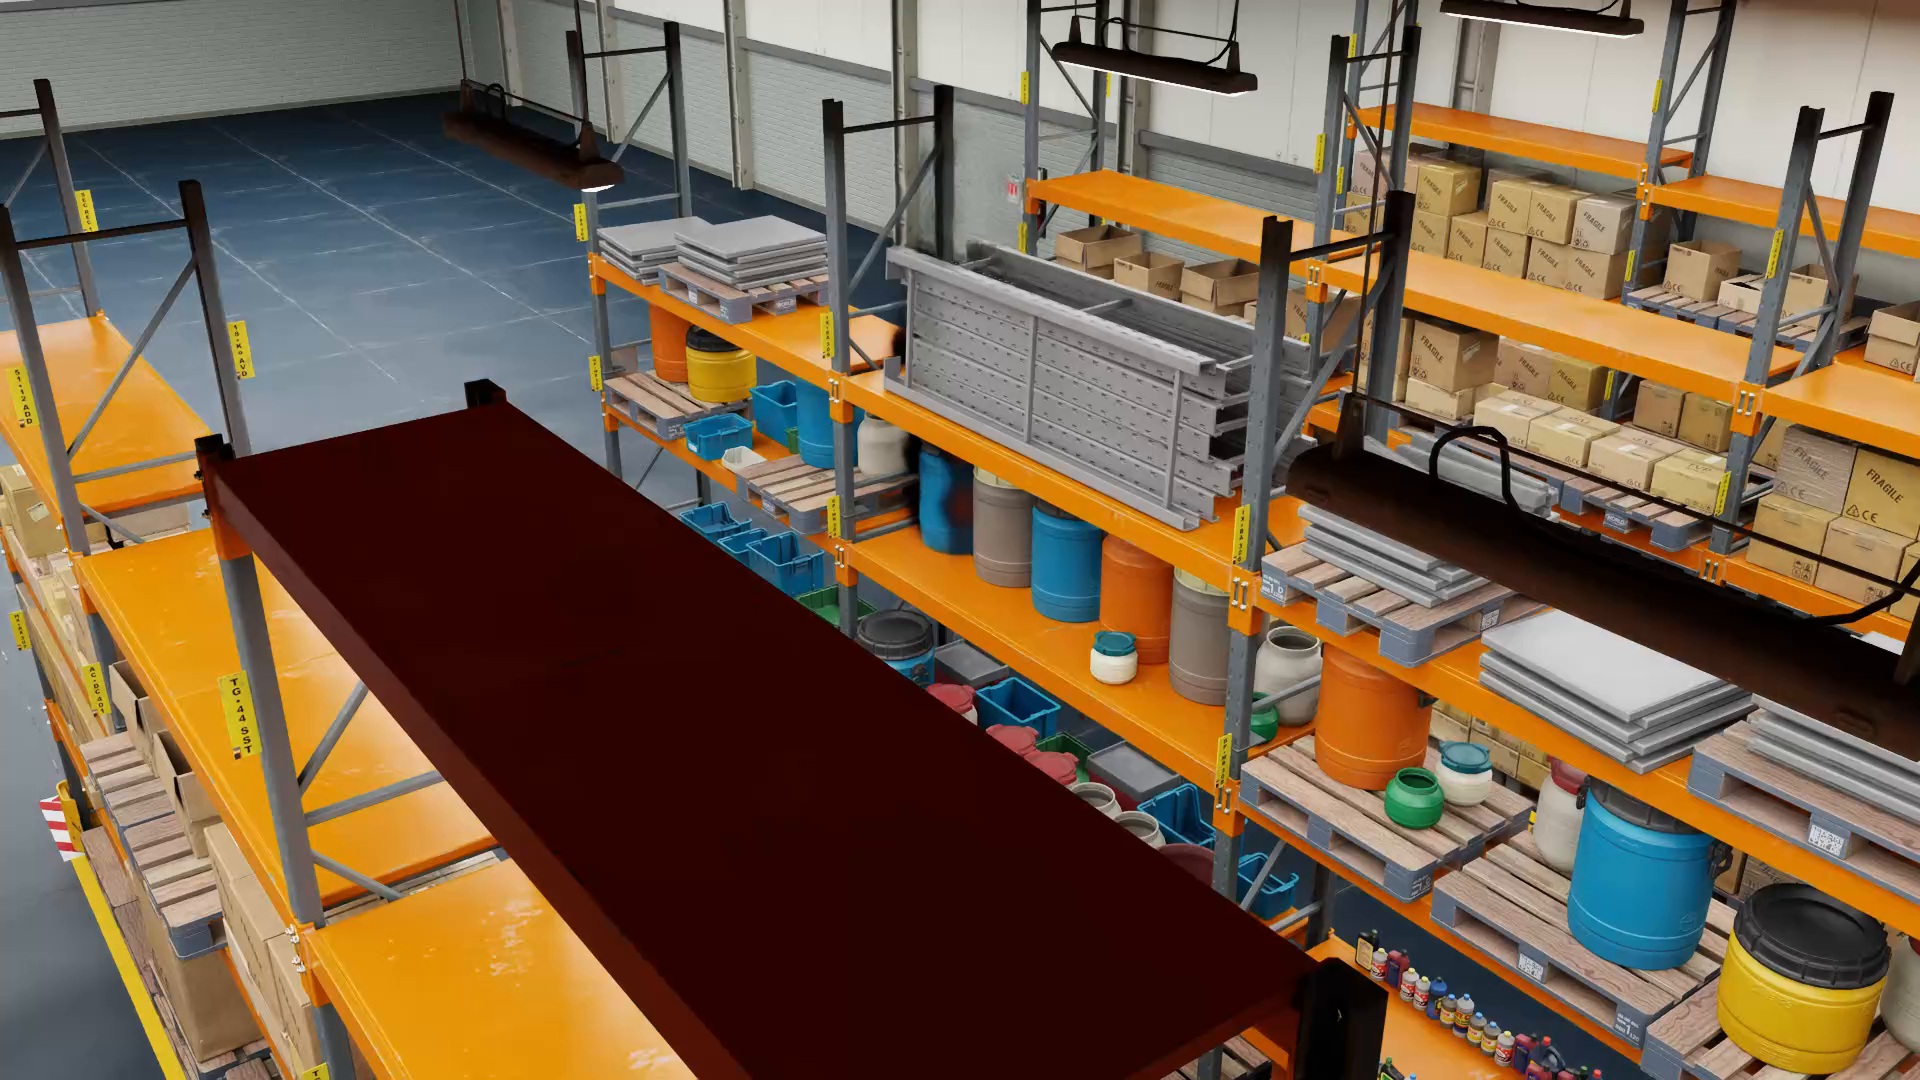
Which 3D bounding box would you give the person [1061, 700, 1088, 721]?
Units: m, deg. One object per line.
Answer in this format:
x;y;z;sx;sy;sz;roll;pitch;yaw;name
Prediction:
1.084;0.811;14.648;0.605;1.621;0.533;-21;32;-38;person
